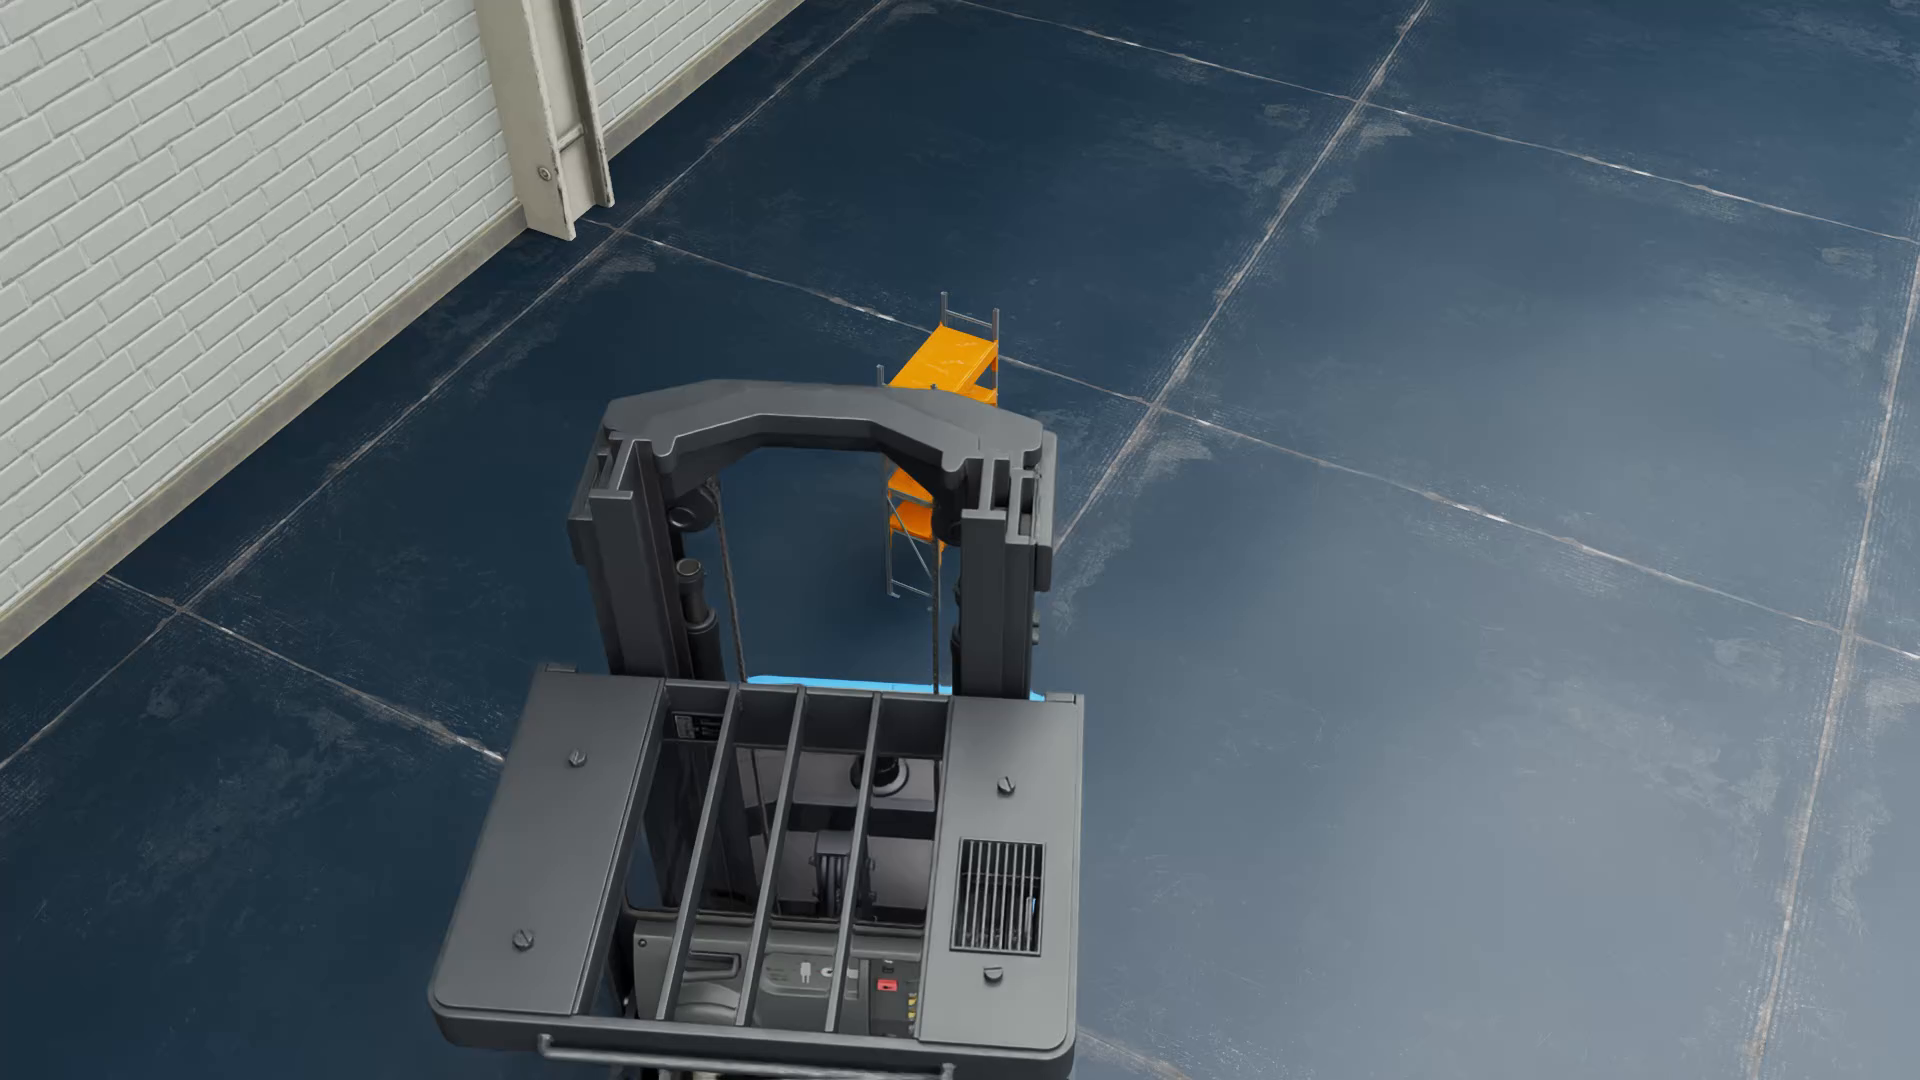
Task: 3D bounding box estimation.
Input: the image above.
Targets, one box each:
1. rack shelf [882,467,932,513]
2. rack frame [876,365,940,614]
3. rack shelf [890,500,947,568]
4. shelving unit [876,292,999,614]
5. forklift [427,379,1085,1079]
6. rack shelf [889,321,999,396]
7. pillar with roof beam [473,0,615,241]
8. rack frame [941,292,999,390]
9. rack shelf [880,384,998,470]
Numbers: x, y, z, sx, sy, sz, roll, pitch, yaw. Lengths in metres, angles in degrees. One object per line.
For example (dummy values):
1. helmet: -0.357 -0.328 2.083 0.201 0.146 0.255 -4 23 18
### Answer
1. rack shelf: -0.077 -0.270 6.548 0.258 0.148 0.480 20 49 19
2. rack frame: -0.190 -0.164 6.348 0.240 1.200 0.015 20 49 19
3. rack shelf: -0.077 -0.131 6.689 0.258 0.148 0.480 20 49 19
4. shelving unit: -0.077 -0.317 6.500 0.258 1.200 0.503 20 49 19
5. forklift: -0.319 1.208 3.775 1.130 2.935 3.031 3 45 3
6. rack shelf: -0.077 -0.594 6.221 0.258 0.148 0.480 20 49 19
7. pillar with roof beam: 1.765 -3.453 4.116 9.100 9.000 0.400 20 49 19
8. rack frame: 0.036 -0.471 6.652 0.240 1.200 0.015 20 49 19
9. rack shelf: -0.077 -0.427 6.389 0.258 0.148 0.480 20 49 19
